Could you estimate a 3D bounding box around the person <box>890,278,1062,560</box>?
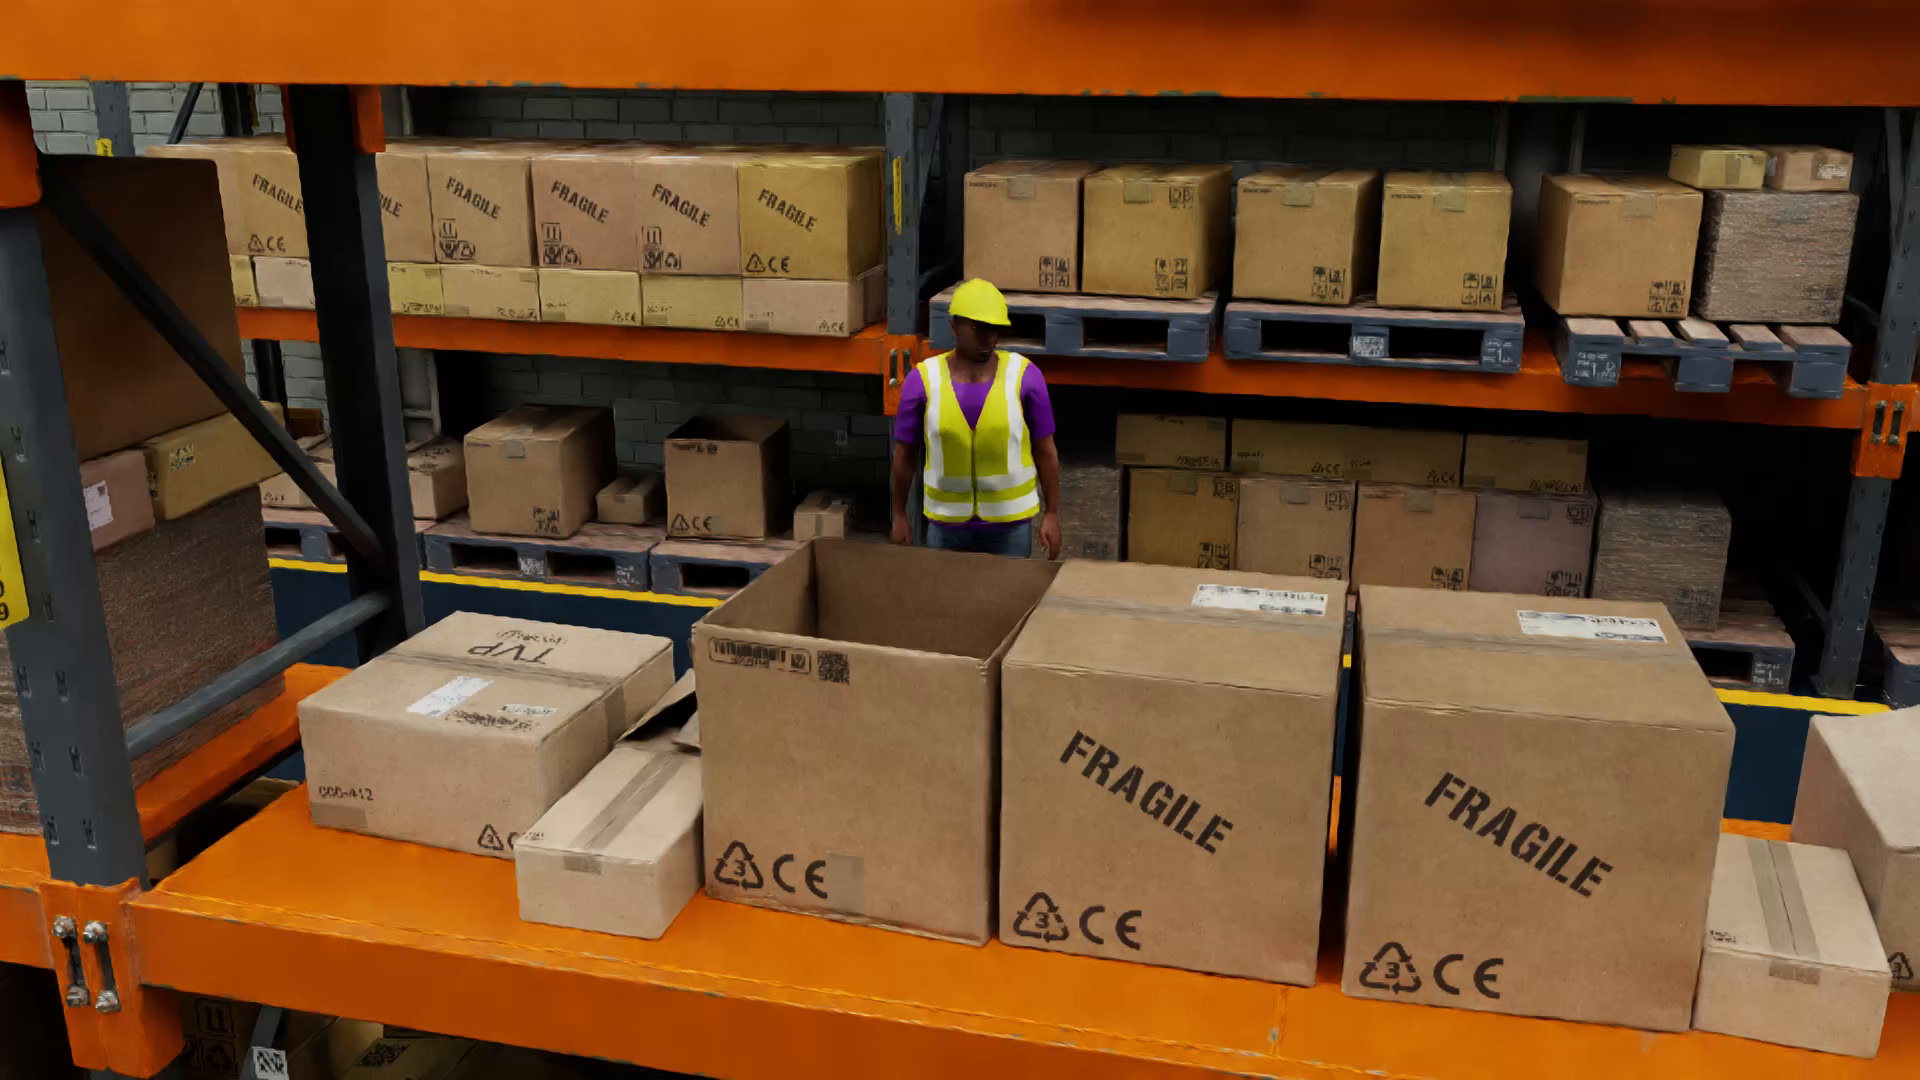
[{"bbox_3d":[0.056,-0.074,6.153,0.646,1.774,0.386,2,18,7],"label":"person"}]
